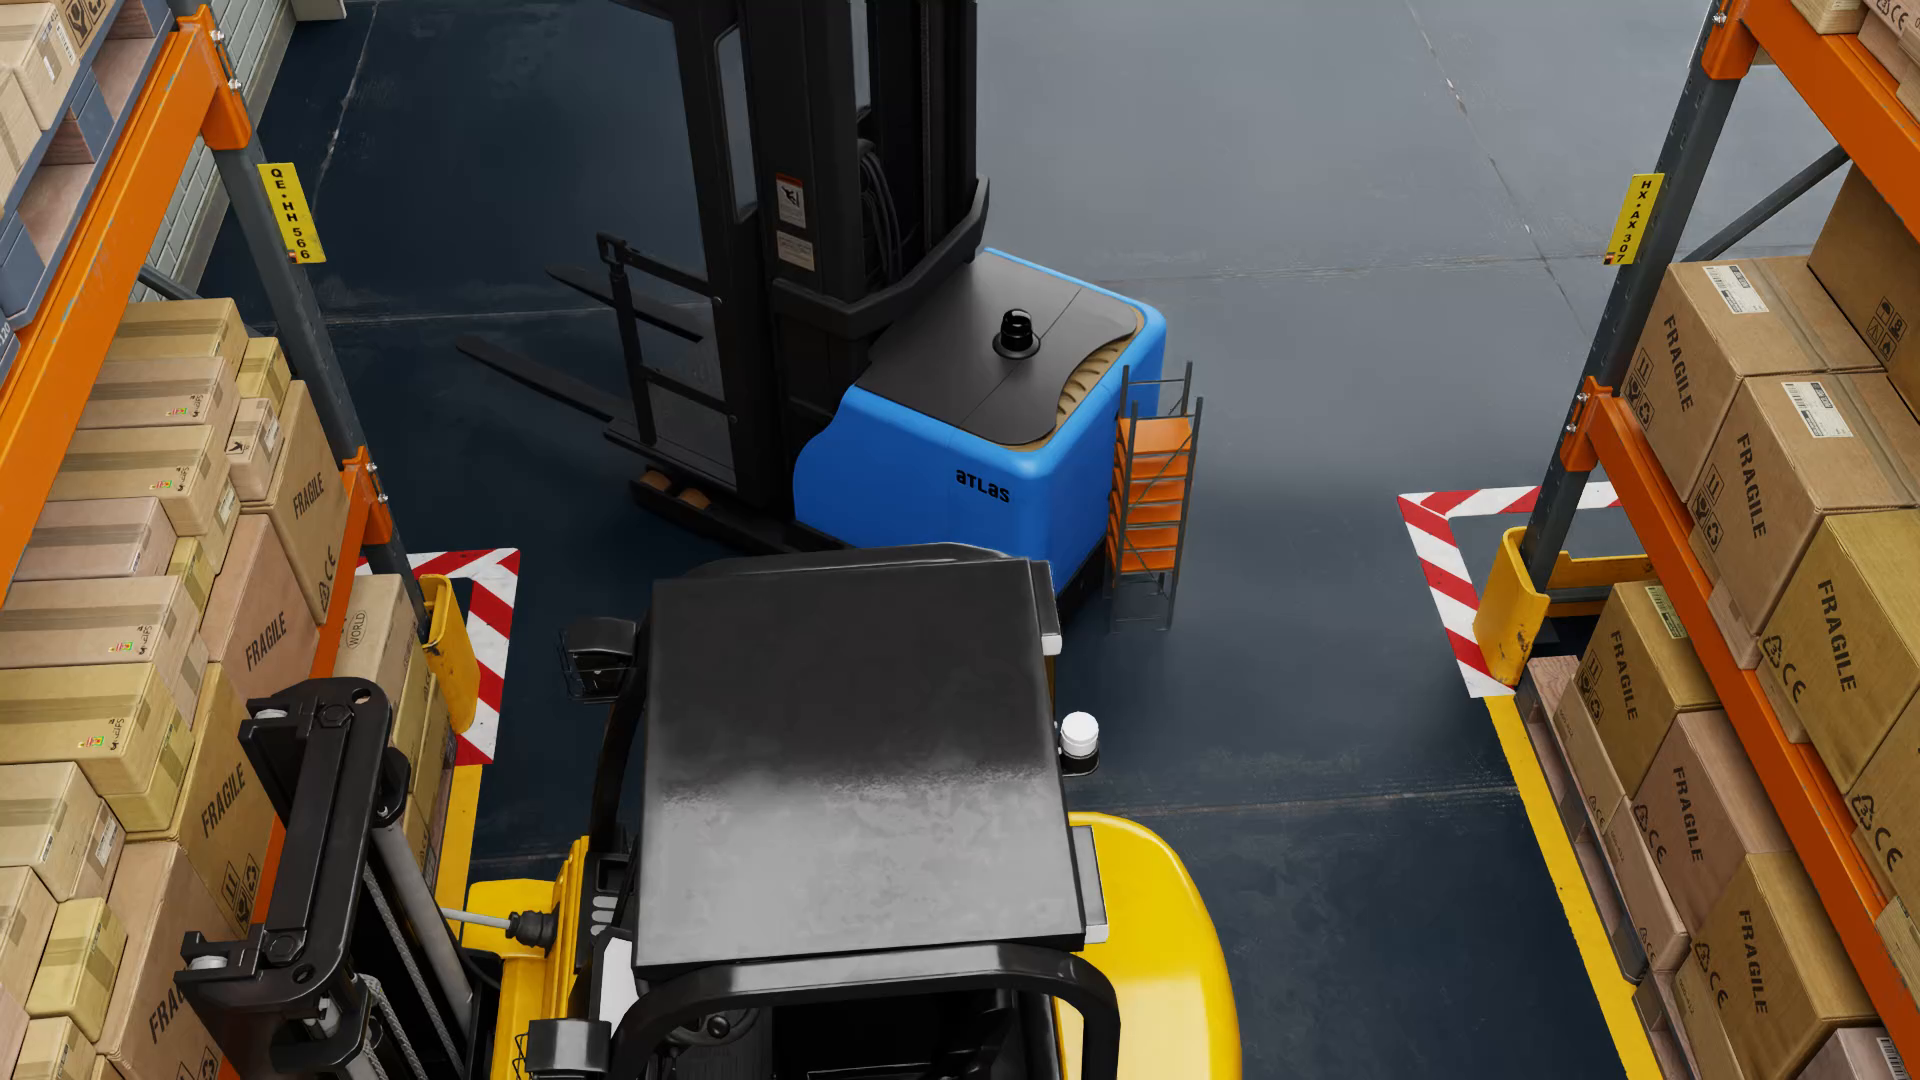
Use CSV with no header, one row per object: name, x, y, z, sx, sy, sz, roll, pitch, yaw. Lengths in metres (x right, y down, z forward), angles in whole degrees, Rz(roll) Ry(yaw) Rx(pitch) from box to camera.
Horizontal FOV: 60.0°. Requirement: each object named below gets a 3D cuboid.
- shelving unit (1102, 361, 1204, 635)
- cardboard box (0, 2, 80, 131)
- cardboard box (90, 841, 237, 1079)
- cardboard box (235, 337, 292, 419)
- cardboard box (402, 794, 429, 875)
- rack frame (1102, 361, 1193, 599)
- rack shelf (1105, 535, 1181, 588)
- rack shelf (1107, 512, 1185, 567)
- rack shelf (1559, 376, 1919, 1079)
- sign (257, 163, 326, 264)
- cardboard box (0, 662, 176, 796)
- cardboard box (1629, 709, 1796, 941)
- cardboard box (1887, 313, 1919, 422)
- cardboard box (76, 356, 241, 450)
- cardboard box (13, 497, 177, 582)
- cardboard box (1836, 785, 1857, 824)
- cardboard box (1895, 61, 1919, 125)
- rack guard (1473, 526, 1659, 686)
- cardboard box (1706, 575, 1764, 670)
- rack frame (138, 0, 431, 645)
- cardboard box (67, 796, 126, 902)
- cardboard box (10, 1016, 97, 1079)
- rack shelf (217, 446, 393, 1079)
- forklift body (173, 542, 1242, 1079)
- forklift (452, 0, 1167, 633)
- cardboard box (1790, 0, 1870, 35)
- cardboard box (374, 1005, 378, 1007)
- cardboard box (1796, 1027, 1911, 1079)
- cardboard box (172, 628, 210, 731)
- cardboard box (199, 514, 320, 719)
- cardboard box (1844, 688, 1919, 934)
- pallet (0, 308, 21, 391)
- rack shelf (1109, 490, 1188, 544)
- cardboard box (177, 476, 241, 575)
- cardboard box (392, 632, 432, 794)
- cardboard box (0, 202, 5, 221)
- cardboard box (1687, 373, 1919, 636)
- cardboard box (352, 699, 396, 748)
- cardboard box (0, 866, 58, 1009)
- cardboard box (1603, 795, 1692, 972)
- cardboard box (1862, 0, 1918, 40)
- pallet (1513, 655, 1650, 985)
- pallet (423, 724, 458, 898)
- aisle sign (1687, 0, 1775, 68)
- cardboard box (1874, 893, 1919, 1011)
shelving unit,0.685,-0.124,6.041,0.258,1.200,0.189,-4,47,-4
cardboard box,-2.007,-0.935,3.319,0.380,0.149,0.250,-5,47,-4
cardboard box,-1.946,1.023,3.646,0.500,0.500,0.500,-3,47,-3
cardboard box,-2.071,-0.416,4.562,0.380,0.149,0.250,-3,47,-3
cardboard box,-1.993,1.090,5.256,0.500,0.250,0.500,-3,47,-3
rack frame,0.676,-0.190,6.103,0.240,1.200,0.006,-4,47,-4
rack shelf,0.685,0.072,6.247,0.258,0.103,0.180,-4,47,-4
rack shelf,0.685,-0.011,6.160,0.258,0.103,0.180,-4,47,-4
rack shelf,2.734,0.998,4.235,1.077,0.370,4.000,-3,47,-3
sign,-1.838,-0.895,4.571,0.100,0.325,0.005,-3,47,-3
cardboard box,-1.933,0.412,3.574,0.380,0.149,0.250,-3,47,-3
cardboard box,2.409,0.842,4.974,0.500,0.500,0.500,-5,47,-5
cardboard box,2.862,-0.454,4.152,0.700,0.500,0.500,-3,47,-3
cardboard box,-2.088,-0.329,4.275,0.380,0.149,0.250,-3,47,-3
cardboard box,-2.092,0.043,3.923,0.380,0.149,0.250,-3,47,-3
cardboard box,2.478,0.586,4.302,0.380,0.149,0.250,-2,47,-2
cardboard box,2.370,-1.004,3.742,0.380,0.149,0.250,-2,47,-2
rack guard,2.573,0.218,6.199,1.175,0.500,0.348,-3,47,-3
cardboard box,2.341,0.213,4.655,0.380,0.149,0.250,-3,47,-3
rack frame,-2.379,-0.392,5.055,1.000,3.000,0.127,-3,47,-3
cardboard box,-2.008,0.697,3.508,0.380,0.149,0.250,-4,47,-4
cardboard box,-1.888,1.070,3.155,0.380,0.149,0.250,-5,47,-5
rack shelf,-2.212,1.302,3.946,1.077,0.370,4.000,-3,47,-3
forklift body,-0.403,1.161,4.169,2.313,2.155,1.214,-3,47,-3
forklift,-0.755,-1.360,6.019,3.031,2.935,1.130,24,51,21
cardboard box,2.271,-1.382,4.100,0.380,0.149,0.250,-3,47,-3
cardboard box,-1.932,1.306,4.707,0.500,0.250,0.500,-4,47,-4
cardboard box,2.496,1.592,4.264,0.500,0.500,0.500,-1,47,-1
cardboard box,-1.981,0.329,3.857,0.380,0.149,0.250,-5,47,-5
cardboard box,-2.042,0.289,4.341,0.500,0.500,0.500,-2,47,-2
cardboard box,2.471,0.637,3.807,0.500,0.500,0.500,-4,47,-4
pallet,-2.241,0.005,2.675,1.003,0.211,1.213,-3,47,-3
rack shelf,0.685,-0.093,6.073,0.258,0.103,0.180,-4,47,-4
cardboard box,-2.059,-0.041,4.207,0.380,0.149,0.250,-3,47,-3
cardboard box,-2.027,0.570,5.404,0.500,0.250,0.500,-4,47,-4
cardboard box,-2.113,-0.584,2.744,0.700,0.500,0.500,-3,47,-3
cardboard box,2.376,-0.099,4.504,0.500,0.500,0.500,-2,47,-2
cardboard box,-1.981,0.748,4.891,0.500,0.250,0.500,-3,47,-3
cardboard box,-2.001,0.787,3.218,0.380,0.149,0.250,-3,47,-3
cardboard box,2.394,1.075,5.271,0.500,0.250,0.500,-2,47,-2
cardboard box,2.343,-1.399,3.841,0.500,0.250,0.500,-4,47,-4
pallet,2.606,0.907,5.745,1.003,0.211,1.213,-3,47,-3
pallet,-2.274,1.117,5.546,1.003,0.211,1.213,-3,47,-3
aisle sign,2.252,-1.616,4.424,0.394,0.787,0.004,-3,47,-3
cardboard box,2.433,0.964,3.944,0.380,0.149,0.250,-3,47,-3
